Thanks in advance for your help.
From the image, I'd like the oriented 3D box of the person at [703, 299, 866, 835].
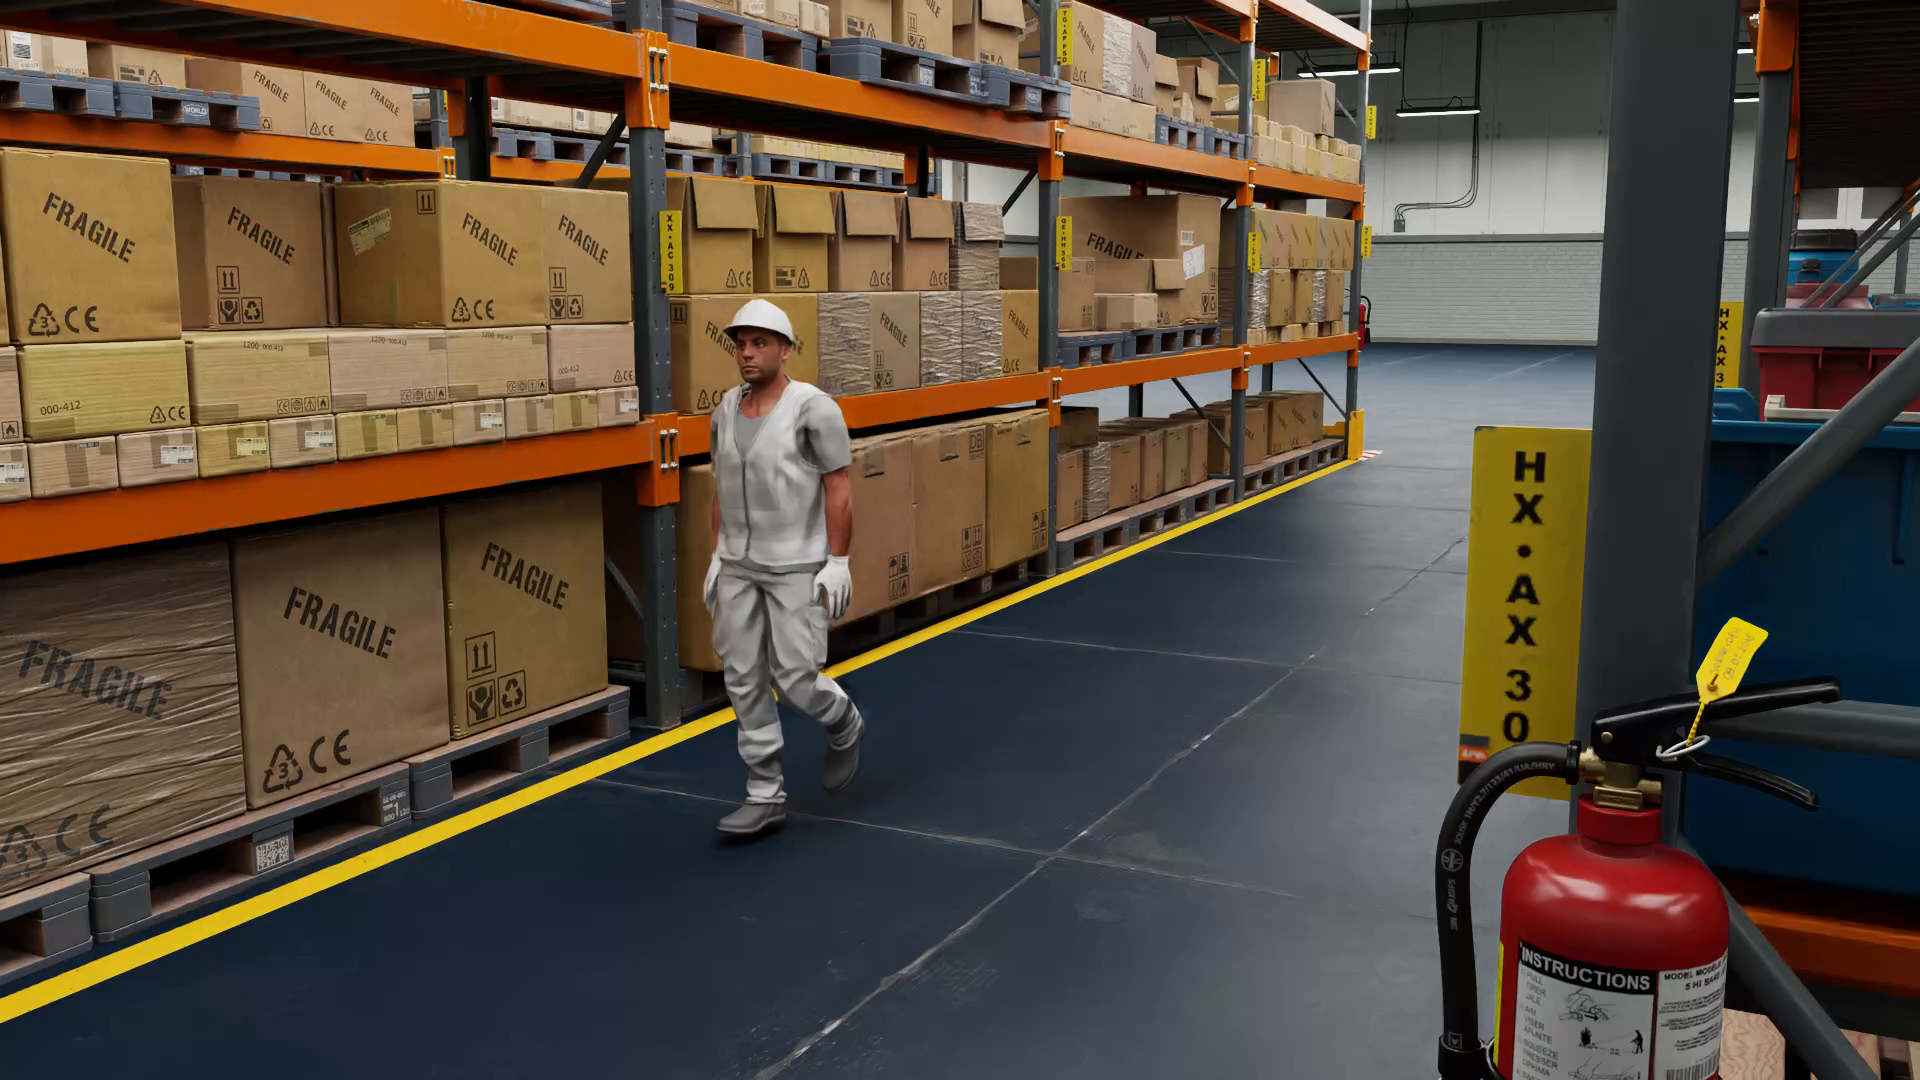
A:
[{"bbox_3d":[-0.594,0.085,5.604,0.547,1.779,0.607,5,10,28],"label":"person"}]
